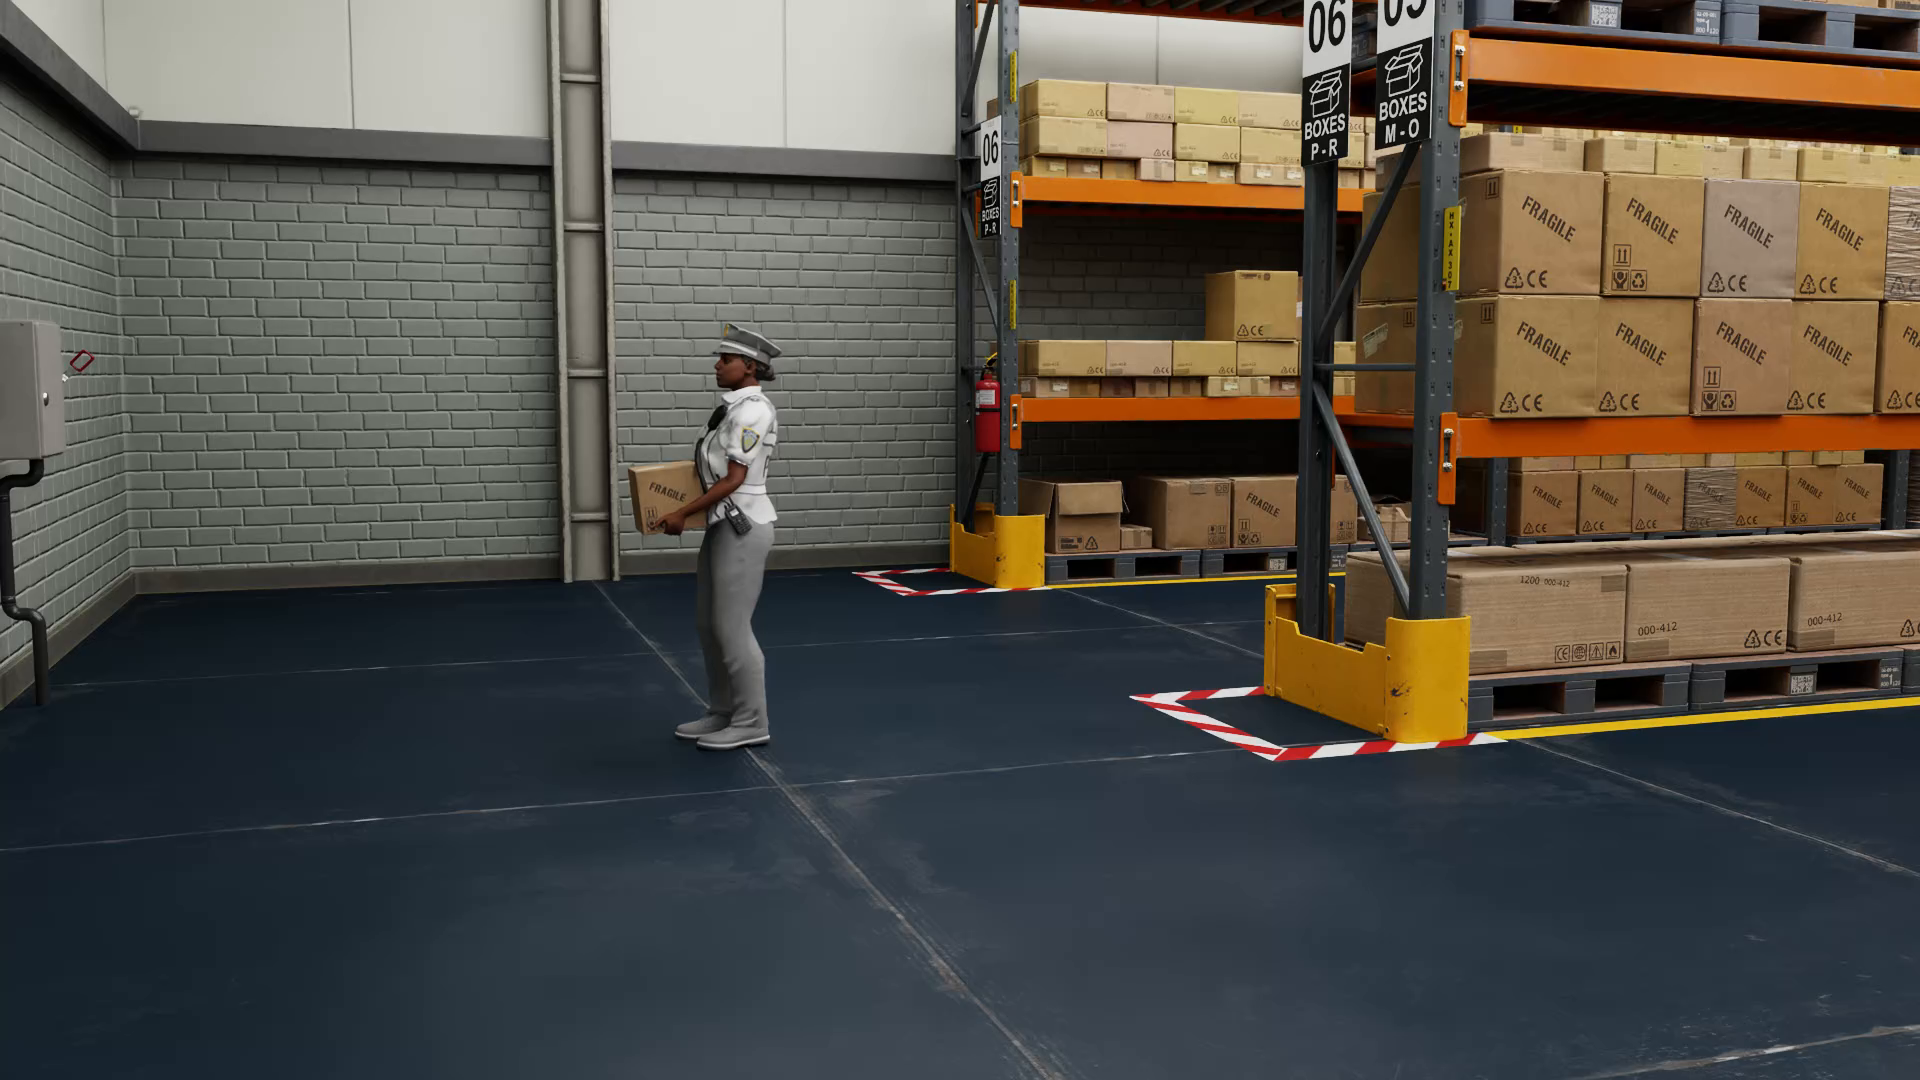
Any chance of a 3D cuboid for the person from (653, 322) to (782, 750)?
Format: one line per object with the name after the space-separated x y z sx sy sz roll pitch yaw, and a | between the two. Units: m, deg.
-0.979 -0.022 6.665 0.530 1.687 0.451 -2 6 -18 | person
